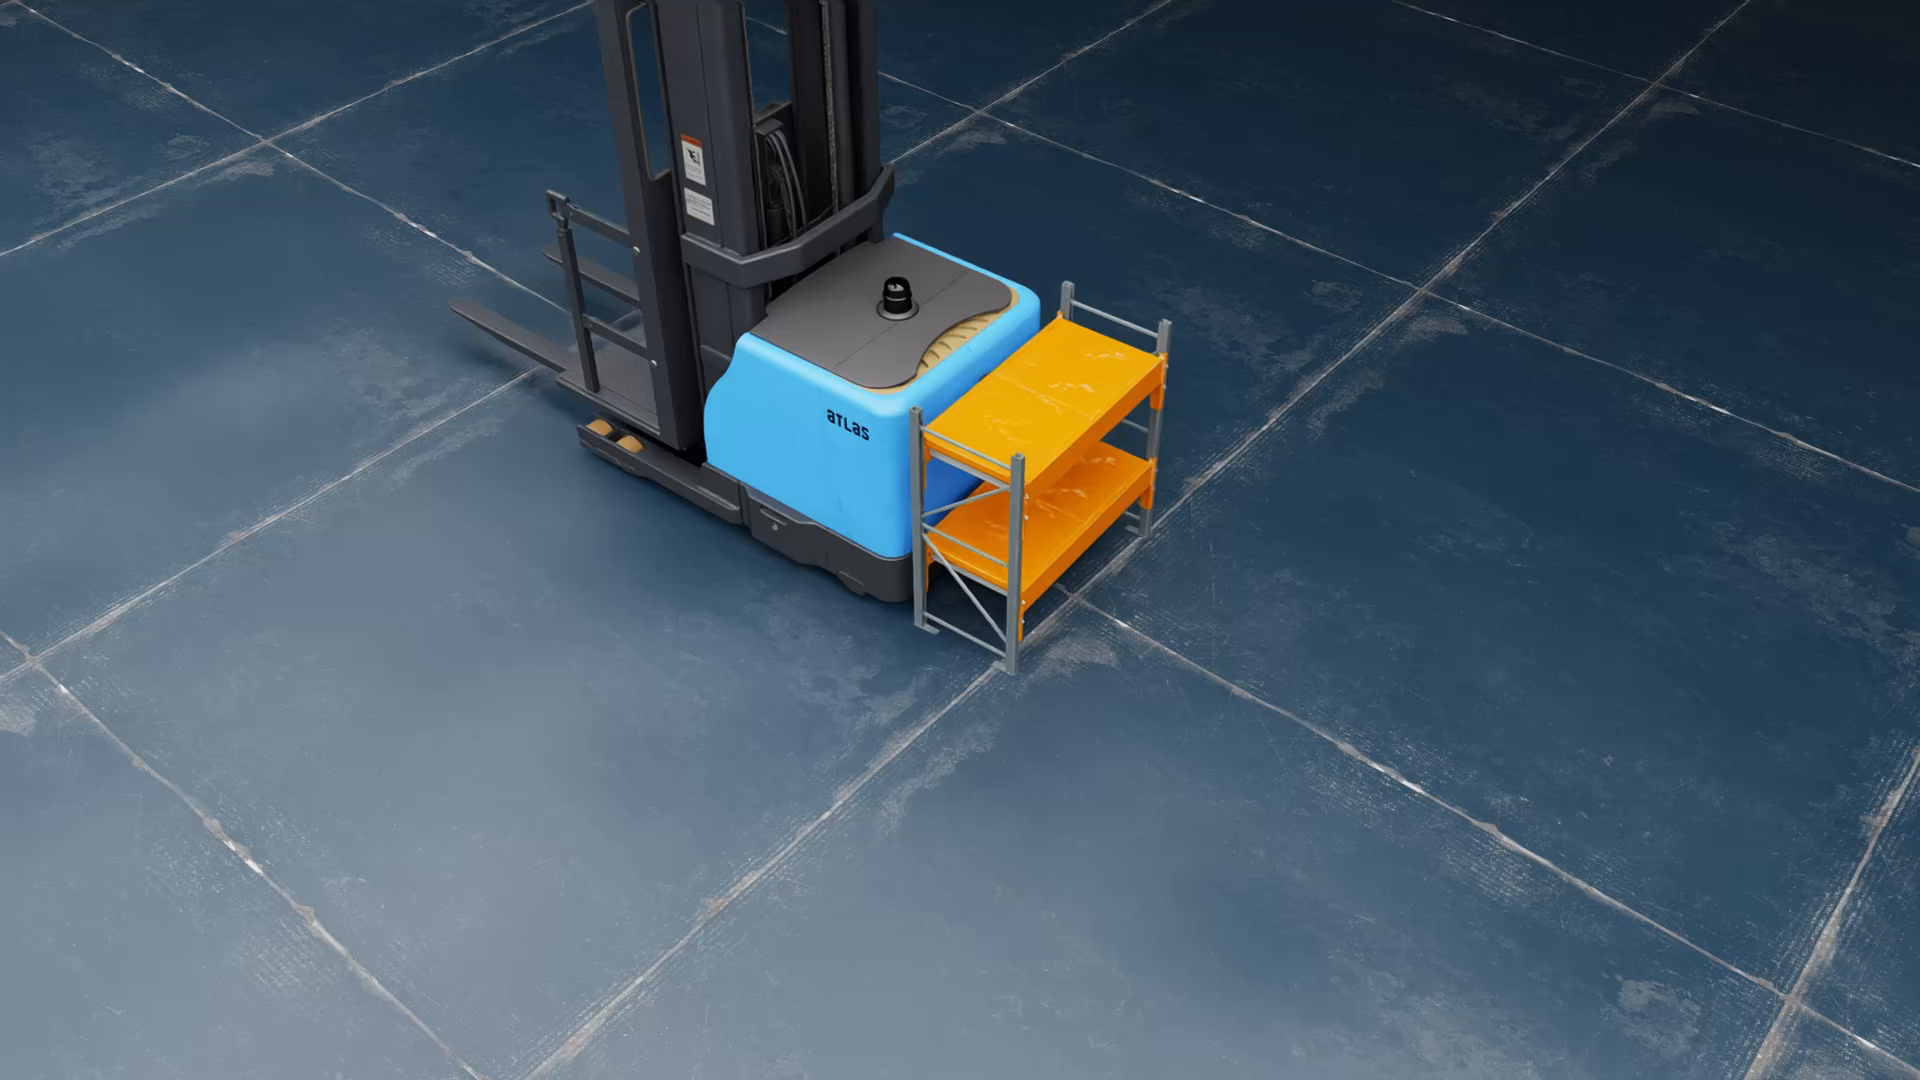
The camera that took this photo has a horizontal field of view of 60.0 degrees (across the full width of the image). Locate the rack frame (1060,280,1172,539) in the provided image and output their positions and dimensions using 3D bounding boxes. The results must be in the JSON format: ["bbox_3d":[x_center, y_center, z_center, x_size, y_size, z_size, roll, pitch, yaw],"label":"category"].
[{"bbox_3d":[0.621,-0.528,6.995,0.500,1.125,0.032,26,48,26],"label":"rack frame"}]

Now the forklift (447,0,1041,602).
[{"bbox_3d":[-1.131,-1.646,6.881,3.031,2.935,1.130,27,49,27],"label":"forklift"}]

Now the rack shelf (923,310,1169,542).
[{"bbox_3d":[0.322,-0.469,6.494,0.538,0.278,1.000,26,48,26],"label":"rack shelf"}]

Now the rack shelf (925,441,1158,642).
[{"bbox_3d":[0.322,-0.071,6.856,0.538,0.278,1.000,26,48,26],"label":"rack shelf"}]

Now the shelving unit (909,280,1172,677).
[{"bbox_3d":[0.322,-0.252,6.691,0.538,1.125,1.048,26,48,26],"label":"shelving unit"}]

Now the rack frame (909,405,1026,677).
[{"bbox_3d":[0.022,0.024,6.387,0.500,1.125,0.032,26,48,26],"label":"rack frame"}]
